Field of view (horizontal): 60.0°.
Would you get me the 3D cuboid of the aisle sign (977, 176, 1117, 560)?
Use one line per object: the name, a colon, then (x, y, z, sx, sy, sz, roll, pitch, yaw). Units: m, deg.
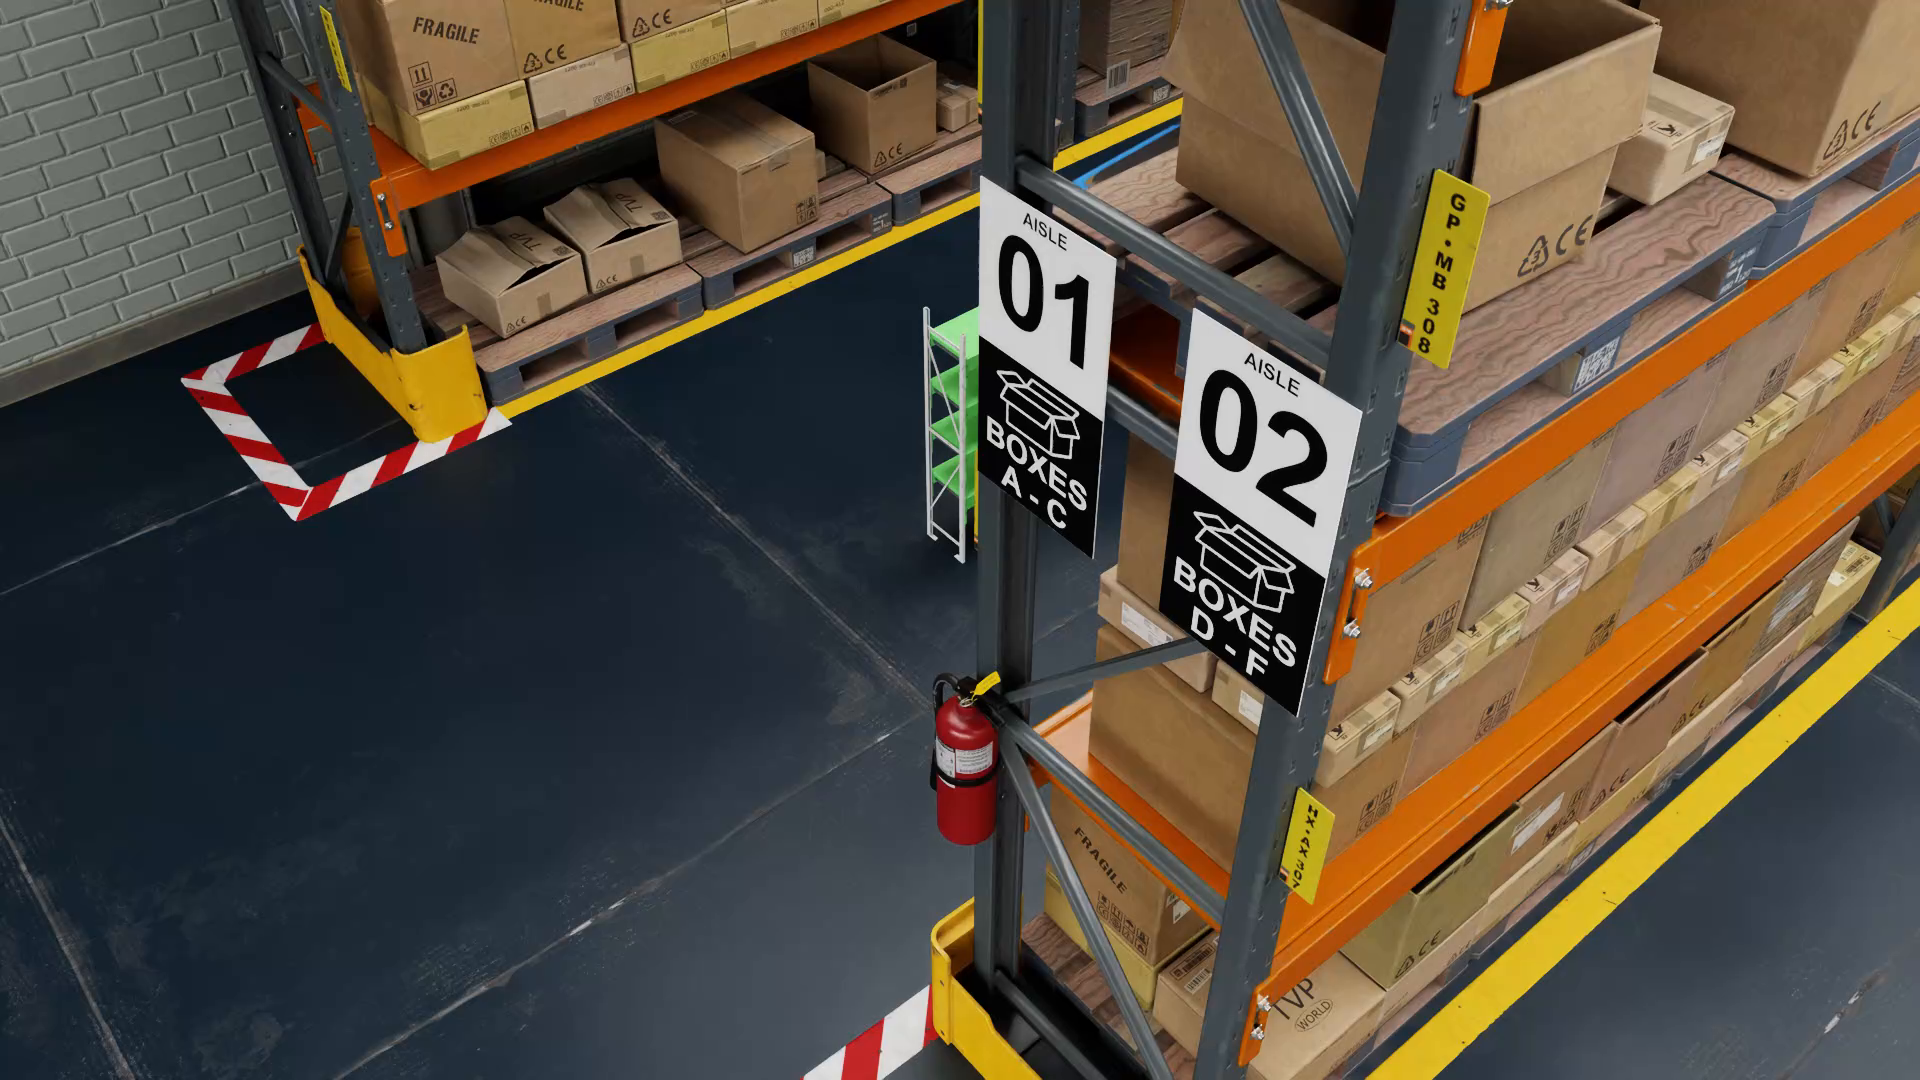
aisle sign: (0.169, -0.348, 3.530, 0.004, 0.787, 0.394, -30, 51, -28)

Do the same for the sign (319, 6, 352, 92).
sign: (-2.425, -1.905, 6.455, 0.005, 0.325, 0.100, -30, 51, -28)

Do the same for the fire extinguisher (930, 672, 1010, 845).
fire extinguisher: (0.019, 0.562, 4.518, 0.183, 0.674, 0.296, -30, 51, -28)

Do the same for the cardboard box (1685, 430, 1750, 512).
cardboard box: (2.026, -0.282, 4.812, 0.250, 0.149, 0.380, -29, 51, -28)

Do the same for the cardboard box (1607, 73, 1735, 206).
cardboard box: (1.423, -0.905, 3.606, 0.250, 0.149, 0.380, -30, 51, -28)

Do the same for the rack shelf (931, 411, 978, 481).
rack shelf: (0.127, -0.463, 6.960, 0.480, 0.148, 0.258, -30, 51, -28)

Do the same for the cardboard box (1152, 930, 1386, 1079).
cardboard box: (0.962, 1.456, 5.211, 0.500, 0.250, 0.500, -30, 51, -28)

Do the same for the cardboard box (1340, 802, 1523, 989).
cardboard box: (1.344, 0.962, 5.189, 0.500, 0.500, 0.500, -30, 51, -28)

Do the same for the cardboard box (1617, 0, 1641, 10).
cardboard box: (1.548, -1.428, 4.045, 0.500, 0.311, 0.500, -24, 48, -23)

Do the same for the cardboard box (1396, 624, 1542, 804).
cardboard box: (1.174, 0.257, 4.712, 0.500, 0.500, 0.700, -28, 50, -27)

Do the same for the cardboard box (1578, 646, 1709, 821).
cardboard box: (2.114, 0.525, 5.654, 0.500, 0.500, 0.500, -30, 51, -28)

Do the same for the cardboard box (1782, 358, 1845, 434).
cardboard box: (2.430, -0.516, 5.061, 0.250, 0.149, 0.380, -28, 50, -27)

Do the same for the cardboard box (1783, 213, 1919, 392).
cardboard box: (2.368, -0.900, 4.997, 0.500, 0.500, 0.700, -30, 51, -28)

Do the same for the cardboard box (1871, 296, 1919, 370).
cardboard box: (2.814, -0.733, 5.292, 0.250, 0.149, 0.380, -30, 51, -28)

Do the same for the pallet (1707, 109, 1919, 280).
pallet: (1.903, -1.172, 4.180, 1.213, 0.211, 1.003, -30, 51, -28)

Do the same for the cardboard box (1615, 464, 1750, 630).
cardboard box: (1.960, -0.191, 5.189, 0.500, 0.500, 0.700, -28, 50, -27)

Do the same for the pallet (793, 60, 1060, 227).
pallet: (-0.198, -2.301, 9.546, 1.213, 0.211, 1.003, -30, 51, -28)

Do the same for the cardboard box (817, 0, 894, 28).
cardboard box: (-0.637, -2.773, 8.107, 0.500, 0.250, 0.500, -30, 51, -28)

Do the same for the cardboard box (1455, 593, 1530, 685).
cardboard box: (1.240, 0.167, 4.334, 0.250, 0.149, 0.380, -30, 51, -28)

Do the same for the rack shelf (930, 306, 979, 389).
rack shelf: (0.127, -0.813, 6.632, 0.480, 0.148, 0.258, -30, 51, -28)

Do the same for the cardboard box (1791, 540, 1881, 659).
cardboard box: (3.260, 0.136, 6.616, 0.500, 0.250, 0.500, -30, 51, -28)

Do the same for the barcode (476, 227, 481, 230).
barcode: (-2.428, -1.533, 8.327, 0.075, 0.075, 0.001, -30, 51, -28)

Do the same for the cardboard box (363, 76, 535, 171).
cardboard box: (-2.195, -1.874, 7.150, 0.500, 0.250, 0.500, -31, 51, -29)

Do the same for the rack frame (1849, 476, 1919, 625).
rack frame: (3.476, -1.032, 6.157, 0.127, 3.000, 1.000, -30, 51, -28)

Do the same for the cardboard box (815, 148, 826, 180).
cardboard box: (-0.945, -2.060, 9.014, 0.250, 0.149, 0.380, -34, 53, -31)

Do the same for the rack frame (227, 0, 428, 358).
rack frame: (-2.773, -1.874, 7.055, 0.127, 3.000, 1.000, -30, 51, -28)

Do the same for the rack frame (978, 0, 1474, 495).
rack frame: (0.408, -1.461, 2.233, 0.127, 3.000, 1.000, -30, 51, -28)

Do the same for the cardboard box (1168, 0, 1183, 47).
cardboard box: (1.213, -3.466, 10.254, 0.500, 0.500, 0.700, -31, 51, -29)

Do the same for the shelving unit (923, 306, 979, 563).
shelving unit: (0.127, -0.510, 6.917, 0.503, 1.200, 0.258, -30, 51, -28)

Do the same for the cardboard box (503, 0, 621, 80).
cardboard box: (-1.829, -2.364, 7.123, 0.500, 0.500, 0.500, -30, 51, -28)

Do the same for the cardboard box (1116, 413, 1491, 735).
cardboard box: (0.815, -0.006, 4.044, 0.500, 0.500, 0.700, -30, 51, -28)

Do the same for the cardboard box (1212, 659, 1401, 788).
cardboard box: (0.847, 0.393, 4.093, 0.250, 0.149, 0.380, -30, 51, -28)

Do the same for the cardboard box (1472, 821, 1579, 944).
cardboard box: (1.727, 1.015, 5.680, 0.500, 0.250, 0.500, -30, 51, -28)

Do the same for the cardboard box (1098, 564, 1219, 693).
cardboard box: (0.579, 0.185, 4.316, 0.250, 0.149, 0.380, -31, 51, -28)

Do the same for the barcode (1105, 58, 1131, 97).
barcode: (0.330, -0.965, 3.472, 0.075, 0.075, 0.001, -30, 51, -28)

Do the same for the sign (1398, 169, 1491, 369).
sign: (0.759, -0.421, 2.620, 0.005, 0.325, 0.100, -30, 51, -28)

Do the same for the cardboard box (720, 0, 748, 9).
cardboard box: (-1.040, -2.821, 7.609, 0.500, 0.500, 0.500, -28, 50, -27)

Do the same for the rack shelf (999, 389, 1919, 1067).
rack shelf: (1.942, 0.109, 5.468, 4.000, 0.370, 1.077, -30, 51, -28)

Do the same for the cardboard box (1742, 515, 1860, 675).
cardboard box: (2.869, 0.076, 6.132, 0.500, 0.500, 0.500, -30, 51, -28)

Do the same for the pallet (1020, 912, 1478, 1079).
pallet: (0.967, 1.384, 5.622, 1.213, 0.211, 1.003, -30, 51, -28)

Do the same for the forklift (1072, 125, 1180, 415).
forklift: (1.844, -2.341, 7.601, 1.130, 2.935, 3.031, 34, 53, 31)

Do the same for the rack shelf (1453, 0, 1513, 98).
rack shelf: (1.942, -1.932, 3.551, 4.000, 0.370, 1.077, -30, 51, -28)

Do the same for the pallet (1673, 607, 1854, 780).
pallet: (2.839, 0.312, 6.763, 1.213, 0.211, 1.003, -30, 51, -28)

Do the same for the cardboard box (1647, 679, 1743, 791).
cardboard box: (2.496, 0.578, 6.145, 0.500, 0.250, 0.500, -30, 51, -28)

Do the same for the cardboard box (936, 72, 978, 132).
cardboard box: (-0.096, -2.508, 9.478, 0.380, 0.166, 0.250, 32, 52, 30)

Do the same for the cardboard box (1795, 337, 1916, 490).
cardboard box: (2.739, -0.635, 5.662, 0.500, 0.500, 0.700, -30, 51, -28)

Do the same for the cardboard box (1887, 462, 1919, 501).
cardboard box: (3.953, -0.438, 6.817, 0.500, 0.311, 0.500, -30, 51, -28)

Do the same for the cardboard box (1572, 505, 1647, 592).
cardboard box: (1.638, -0.061, 4.577, 0.250, 0.149, 0.380, -32, 52, -29)

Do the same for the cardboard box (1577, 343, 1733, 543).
cardboard box: (1.601, -0.461, 4.529, 0.500, 0.500, 0.700, -30, 51, -28)

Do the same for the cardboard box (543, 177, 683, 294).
cardboard box: (-1.748, -1.562, 8.364, 0.500, 0.311, 0.500, -26, 49, -25)

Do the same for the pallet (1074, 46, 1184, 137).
pallet: (0.891, -2.957, 10.245, 1.213, 0.211, 1.003, -30, 51, -28)

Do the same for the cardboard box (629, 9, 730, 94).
cardboard box: (-1.412, -2.331, 7.635, 0.500, 0.250, 0.500, -31, 51, -28)

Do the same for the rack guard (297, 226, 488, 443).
rack guard: (-2.715, -0.996, 7.946, 0.348, 0.500, 1.175, -30, 51, -28)
